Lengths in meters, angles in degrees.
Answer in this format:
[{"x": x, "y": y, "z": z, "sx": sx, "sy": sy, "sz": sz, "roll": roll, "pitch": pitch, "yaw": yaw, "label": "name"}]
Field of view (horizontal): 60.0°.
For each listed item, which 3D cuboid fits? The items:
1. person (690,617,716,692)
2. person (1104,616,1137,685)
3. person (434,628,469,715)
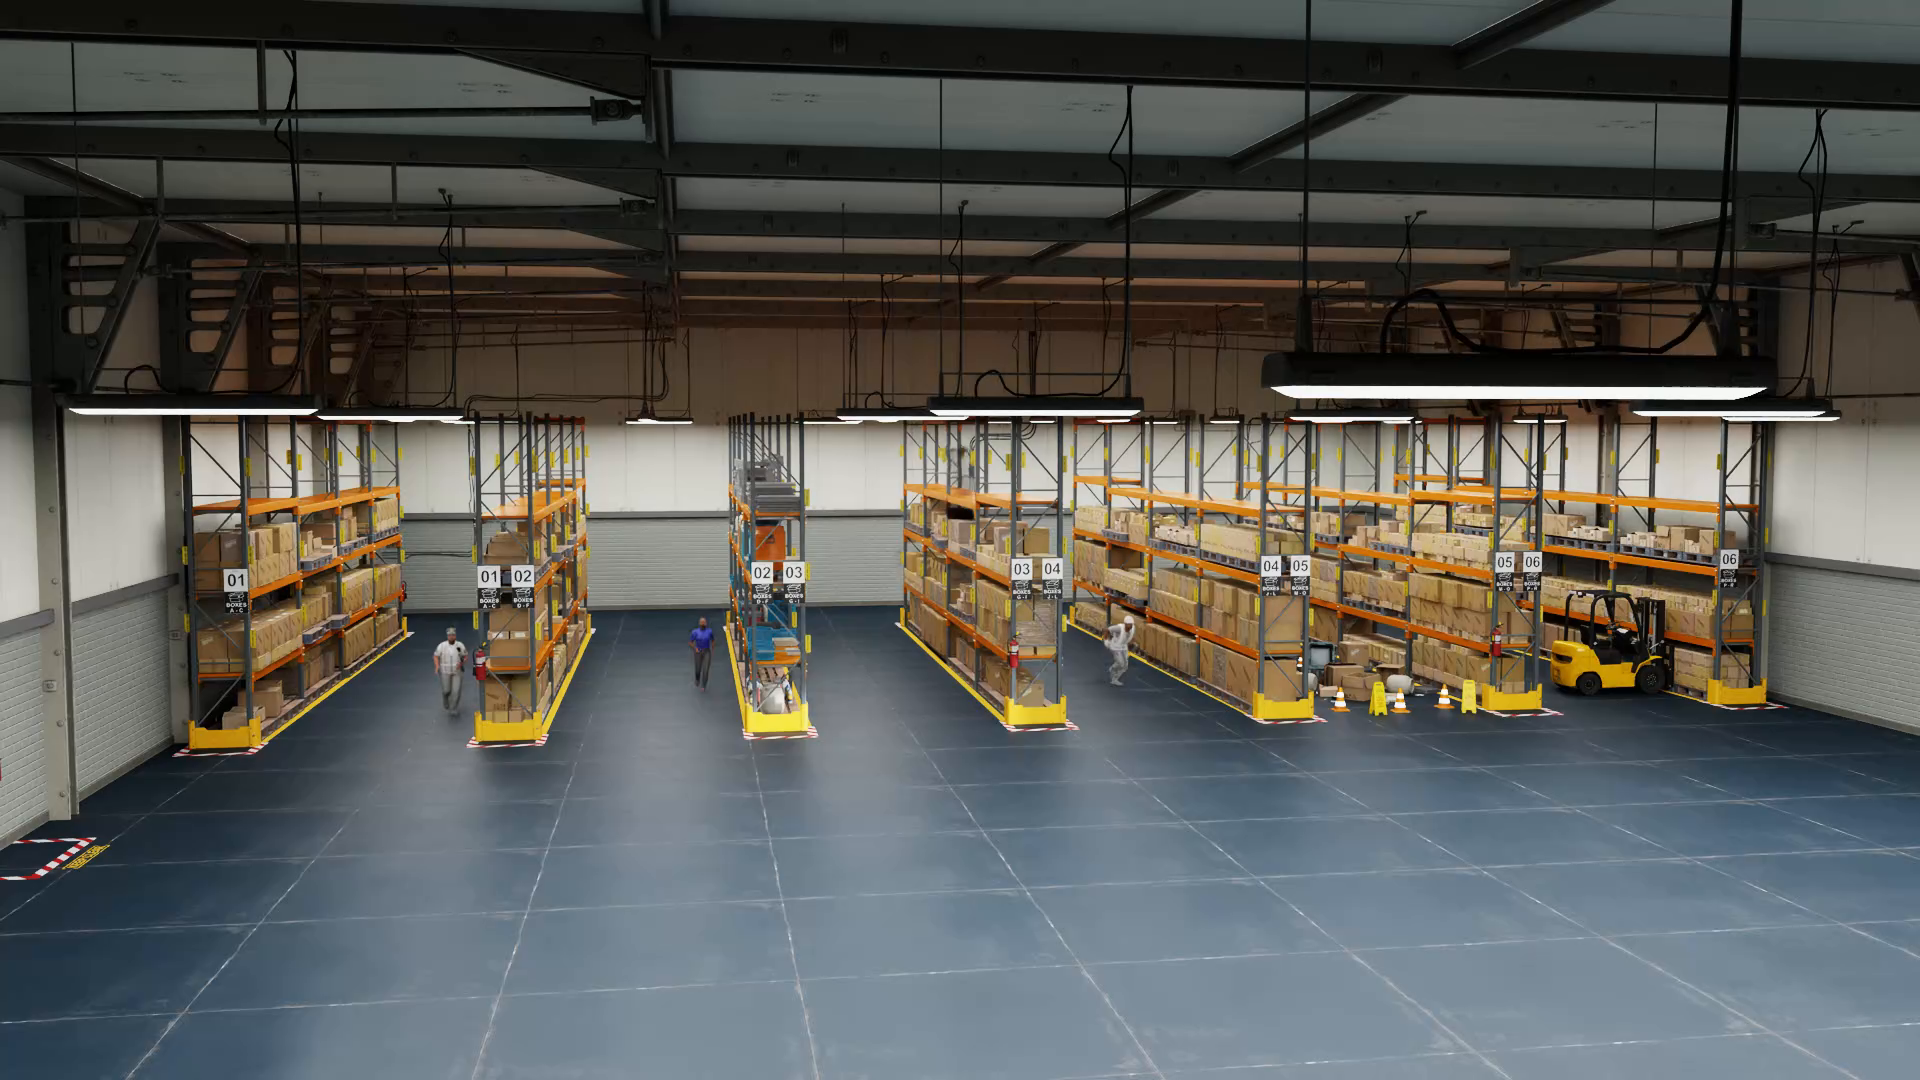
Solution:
[{"x": -5.565, "y": 2.470, "z": 36.008, "sx": 0.562, "sy": 1.609, "sz": 0.589, "roll": -1, "pitch": 4, "yaw": -16, "label": "person"}, {"x": 3.539, "y": 2.441, "z": 36.616, "sx": 0.716, "sy": 1.589, "sz": 0.821, "roll": -2, "pitch": 4, "yaw": -30, "label": "person"}, {"x": -10.105, "y": 2.614, "z": 33.050, "sx": 0.664, "sy": 1.730, "sz": 0.595, "roll": -1, "pitch": 4, "yaw": -19, "label": "person"}]
